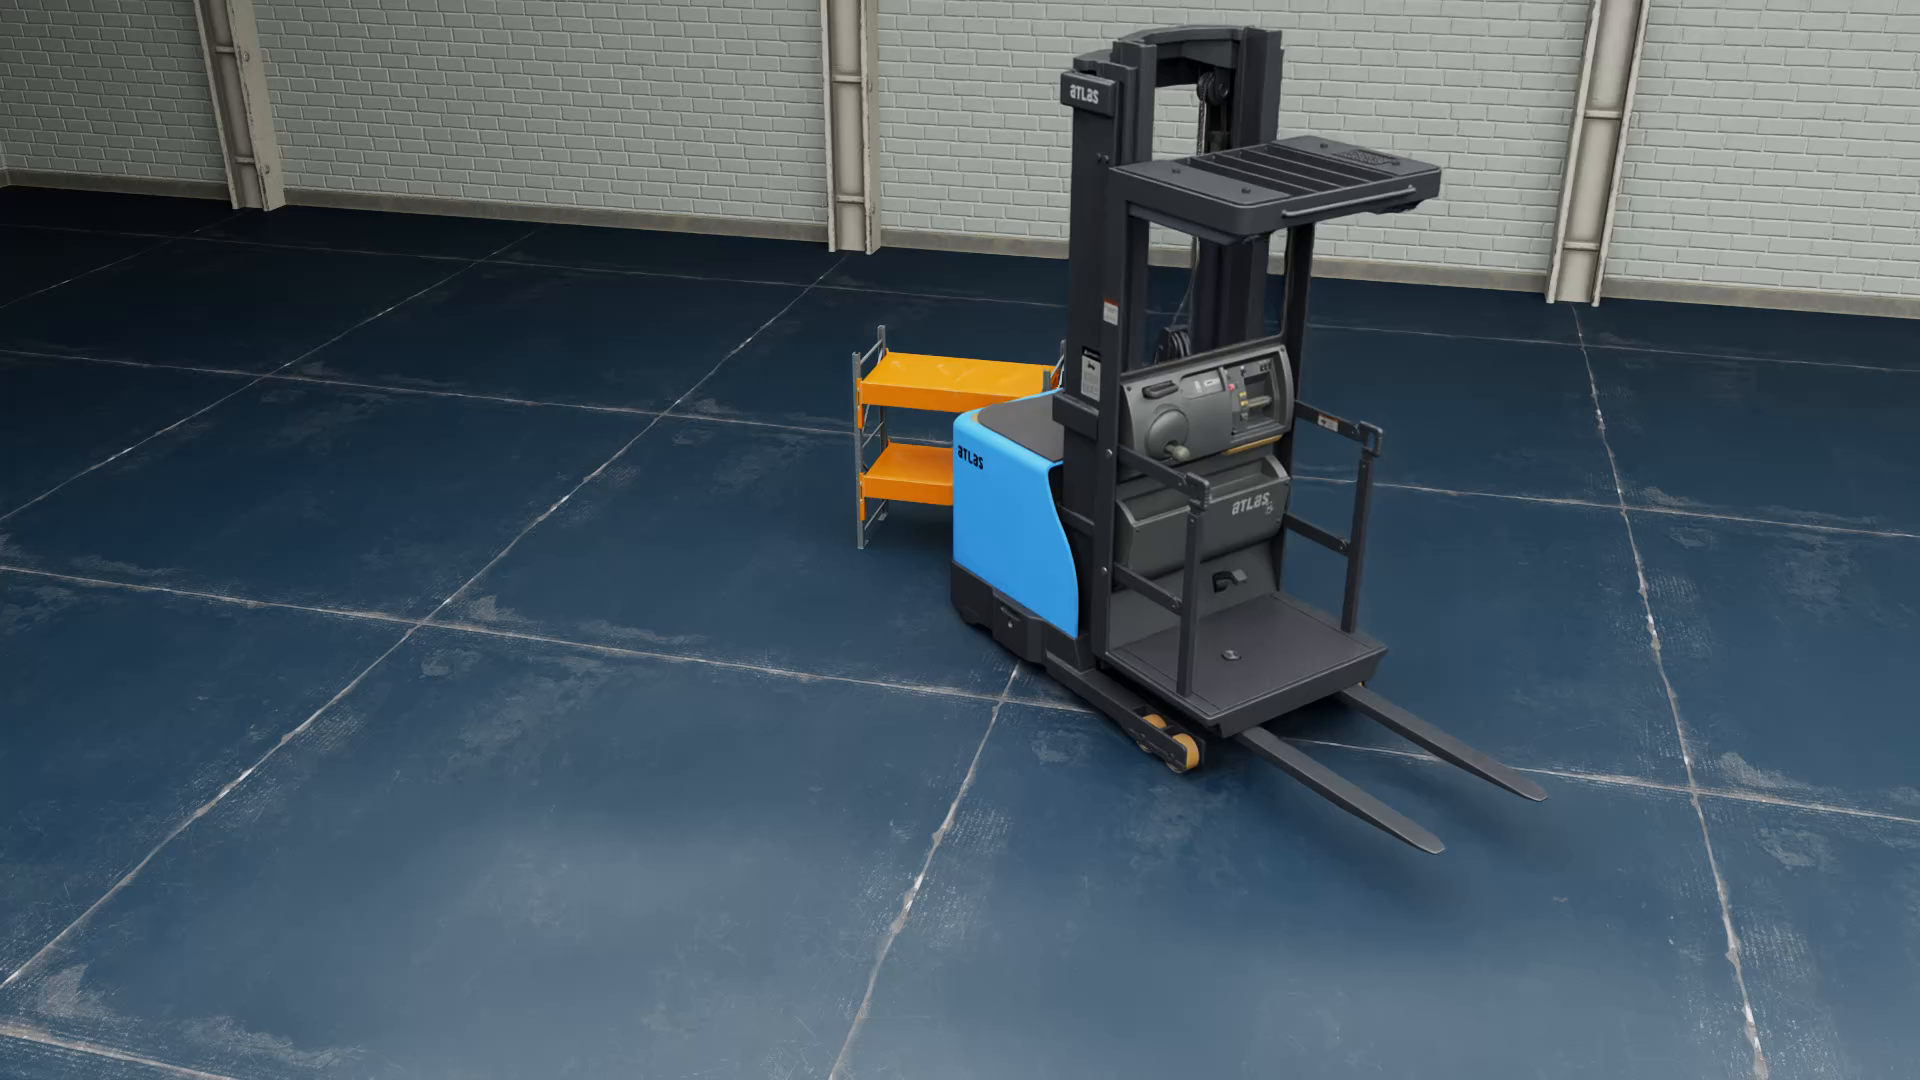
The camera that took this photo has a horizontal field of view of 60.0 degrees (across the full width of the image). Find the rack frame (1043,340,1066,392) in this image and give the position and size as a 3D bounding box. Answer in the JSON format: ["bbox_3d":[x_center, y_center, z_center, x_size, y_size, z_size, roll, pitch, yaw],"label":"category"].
[{"bbox_3d":[0.499,-0.453,8.892,0.032,1.125,0.500,6,26,13],"label":"rack frame"}]

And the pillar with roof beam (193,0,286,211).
[{"bbox_3d":[-7.806,-5.484,10.300,0.400,9.000,9.100,6,26,13],"label":"pillar with roof beam"}]

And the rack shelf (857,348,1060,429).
[{"bbox_3d":[0.007,-0.771,8.881,1.000,0.278,0.538,6,26,13],"label":"rack shelf"}]

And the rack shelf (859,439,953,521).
[{"bbox_3d":[0.007,-0.286,9.112,1.000,0.278,0.538,6,26,13],"label":"rack shelf"}]

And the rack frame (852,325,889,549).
[{"bbox_3d":[-0.486,-0.562,9.121,0.032,1.125,0.500,6,26,13],"label":"rack frame"}]

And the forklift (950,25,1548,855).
[{"bbox_3d":[1.201,-0.558,7.013,1.130,2.935,3.031,-17,30,-31],"label":"forklift"}]

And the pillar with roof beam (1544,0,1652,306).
[{"bbox_3d":[3.816,-4.199,7.601,0.400,9.000,9.100,6,26,13],"label":"pillar with roof beam"}]

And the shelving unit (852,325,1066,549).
[{"bbox_3d":[0.007,-0.507,9.007,1.048,1.125,0.538,6,26,13],"label":"shelving unit"}]

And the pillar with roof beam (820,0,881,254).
[{"bbox_3d":[-1.995,-4.841,8.950,0.400,9.000,9.100,6,26,13],"label":"pillar with roof beam"}]
